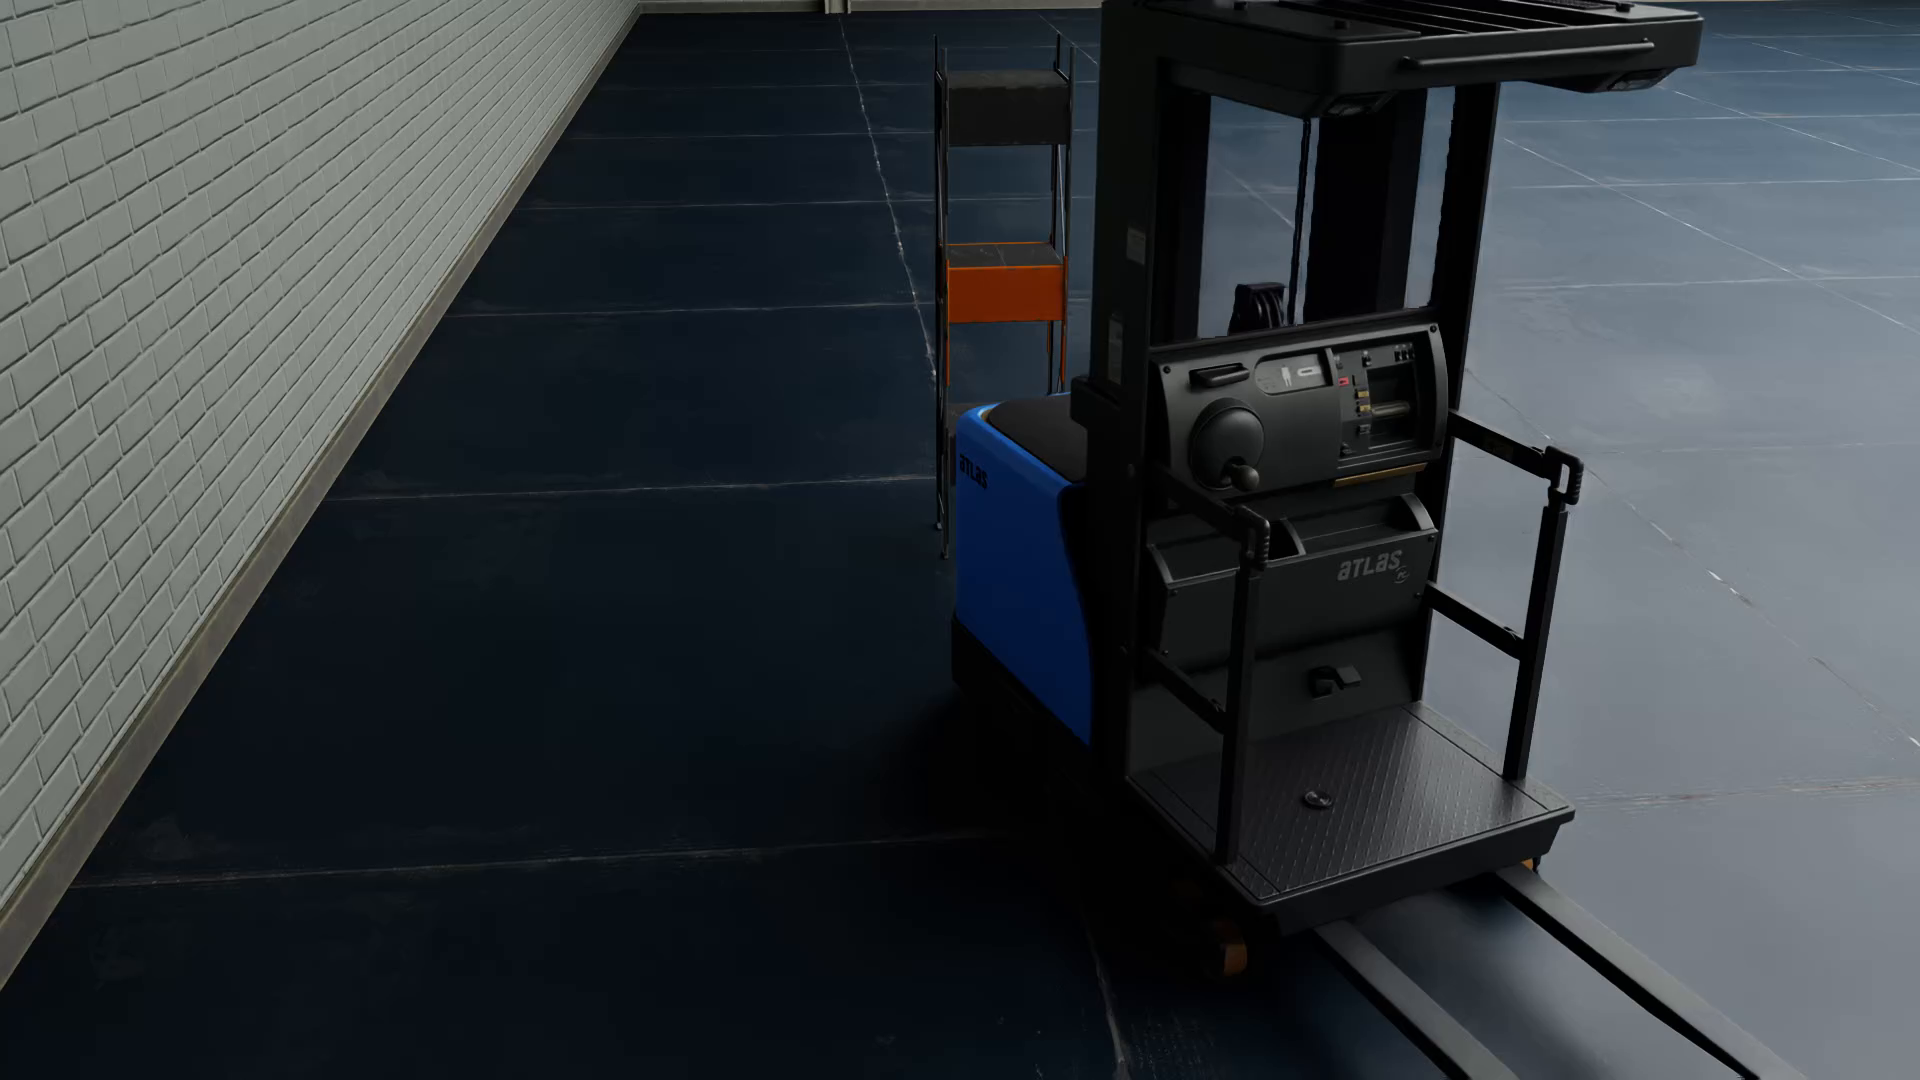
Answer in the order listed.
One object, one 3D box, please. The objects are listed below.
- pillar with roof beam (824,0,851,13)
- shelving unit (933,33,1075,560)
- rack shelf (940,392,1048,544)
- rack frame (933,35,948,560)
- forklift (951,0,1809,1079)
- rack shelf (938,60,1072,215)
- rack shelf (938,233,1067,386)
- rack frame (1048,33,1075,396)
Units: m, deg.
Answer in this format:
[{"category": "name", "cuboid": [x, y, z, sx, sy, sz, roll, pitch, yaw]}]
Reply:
[{"category": "pillar with roof beam", "cuboid": [-1.445, -10.428, 19.631, 0.400, 9.000, 9.100, -2, 24, -5]}, {"category": "shelving unit", "cuboid": [0.165, -0.966, 6.838, 0.503, 2.100, 0.431, -2, 24, -5]}, {"category": "rack shelf", "cuboid": [0.165, -0.314, 7.128, 0.480, 0.518, 0.431, -2, 24, -5]}, {"category": "rack frame", "cuboid": [-0.078, -0.956, 6.816, 0.015, 2.100, 0.400, -2, 24, -5]}, {"category": "forklift", "cuboid": [1.048, -0.341, 4.408, 1.130, 2.935, 3.031, -11, 26, -23]}, {"category": "rack shelf", "cuboid": [0.165, -1.593, 6.560, 0.480, 0.518, 0.431, -2, 24, -5]}, {"category": "rack shelf", "cuboid": [0.165, -0.954, 6.844, 0.480, 0.518, 0.431, -2, 24, -5]}, {"category": "rack frame", "cuboid": [0.408, -0.976, 6.860, 0.015, 2.100, 0.400, -2, 24, -5]}]
